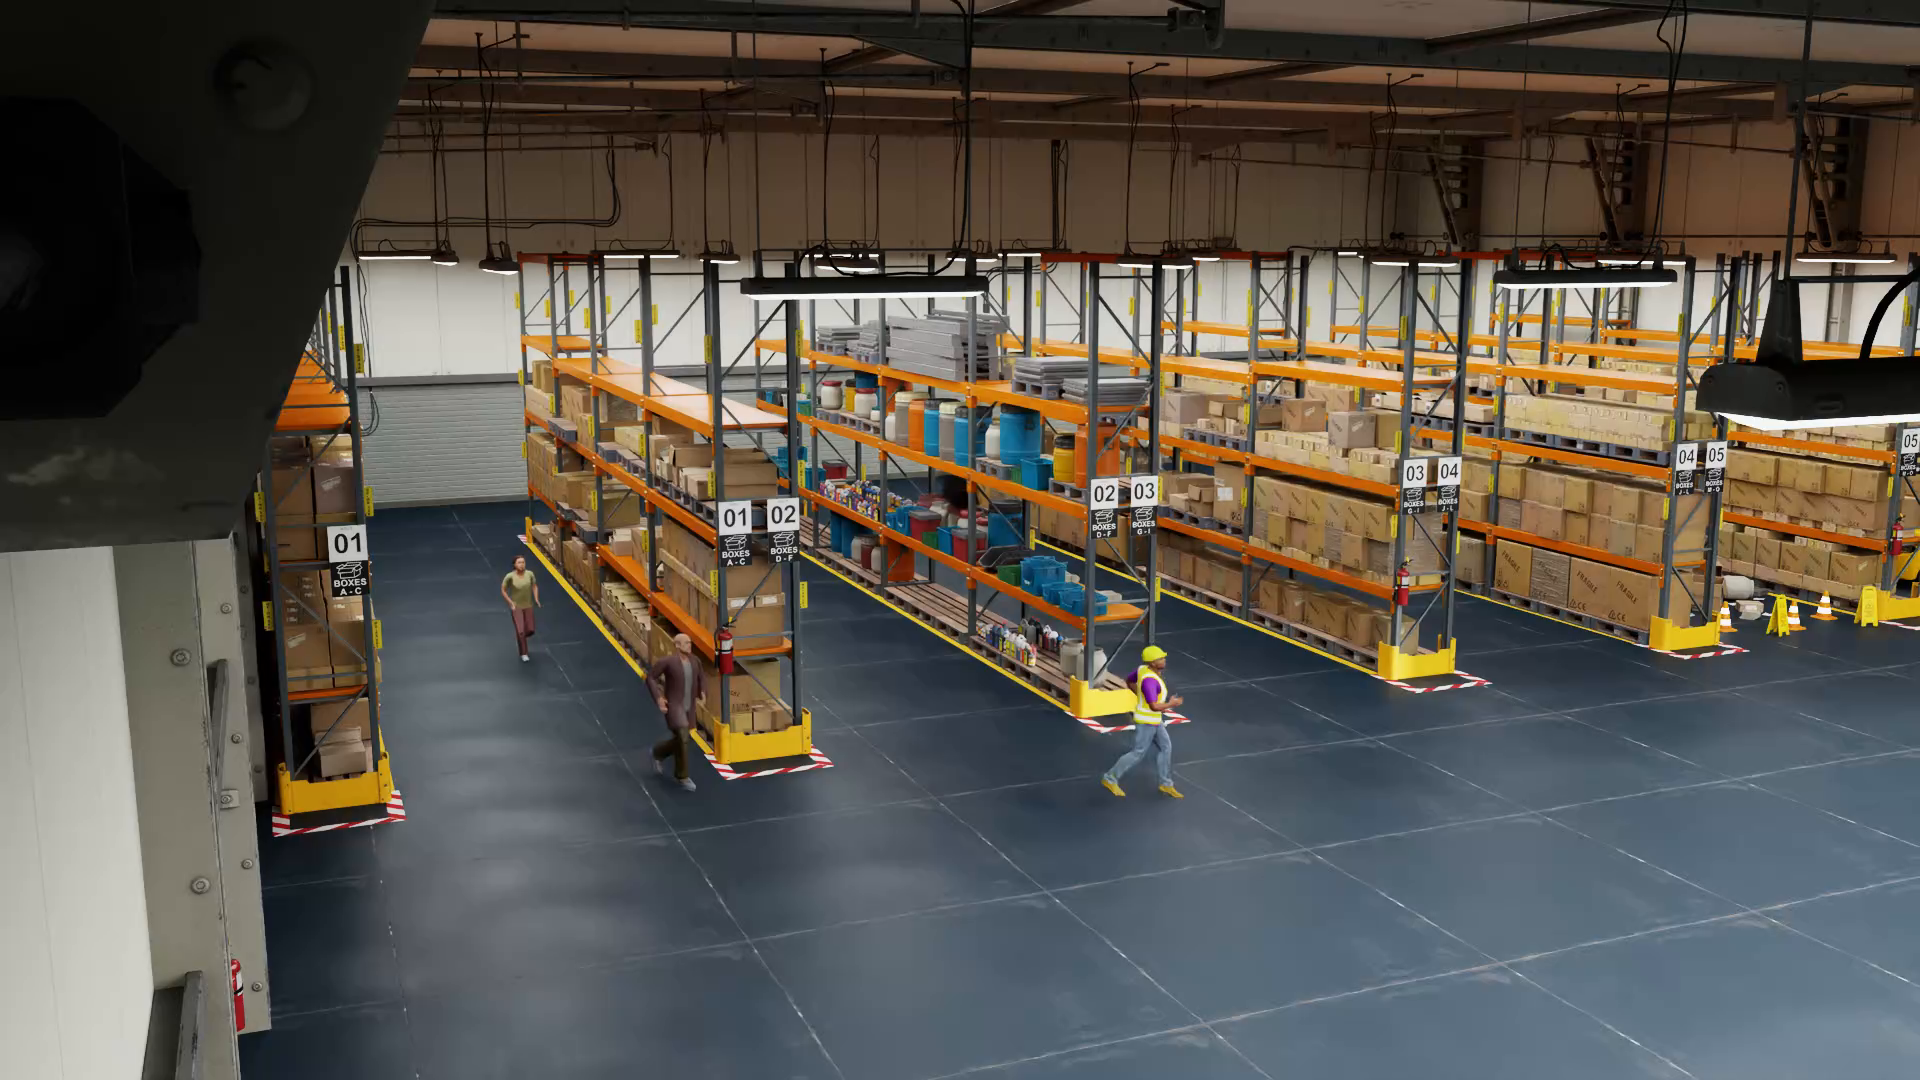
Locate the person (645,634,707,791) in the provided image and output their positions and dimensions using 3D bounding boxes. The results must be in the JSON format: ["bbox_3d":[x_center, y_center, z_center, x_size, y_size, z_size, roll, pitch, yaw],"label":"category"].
[{"bbox_3d":[-3.291,1.970,19.486,0.862,1.772,0.740,9,14,40],"label":"person"}]

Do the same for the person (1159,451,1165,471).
[{"bbox_3d":[4.382,-1.402,37.747,0.645,1.827,0.742,-3,11,-18],"label":"person"}]

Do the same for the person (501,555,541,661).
[{"bbox_3d":[-6.650,1.000,25.131,0.564,1.619,0.587,-6,12,-31],"label":"person"}]

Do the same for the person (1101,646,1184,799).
[{"bbox_3d":[2.078,2.072,18.814,0.940,1.806,0.711,1,10,5],"label":"person"}]
